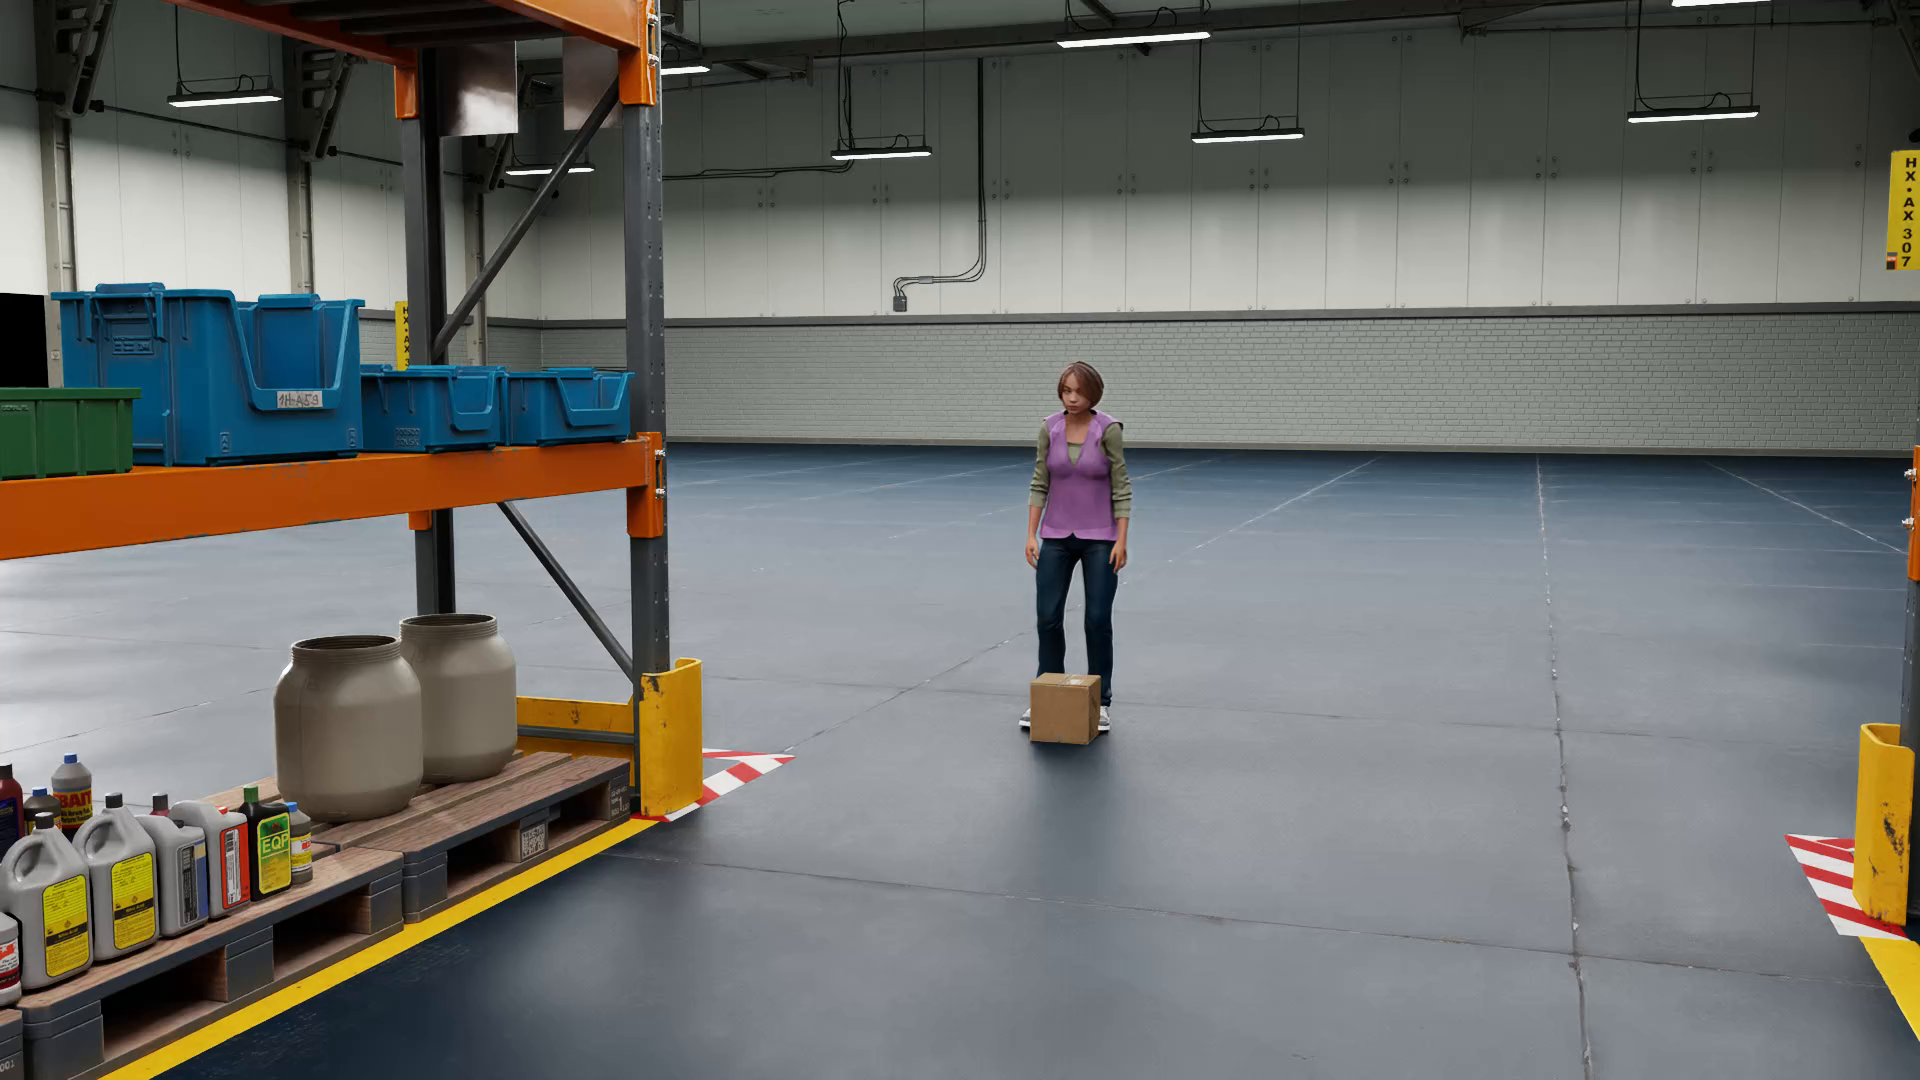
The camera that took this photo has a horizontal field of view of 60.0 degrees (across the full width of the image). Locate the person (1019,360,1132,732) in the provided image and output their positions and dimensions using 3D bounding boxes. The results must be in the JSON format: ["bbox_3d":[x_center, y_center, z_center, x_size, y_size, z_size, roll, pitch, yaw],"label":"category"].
[{"bbox_3d":[0.514,0.023,7.212,0.462,1.594,0.343,2,6,19],"label":"person"}]
